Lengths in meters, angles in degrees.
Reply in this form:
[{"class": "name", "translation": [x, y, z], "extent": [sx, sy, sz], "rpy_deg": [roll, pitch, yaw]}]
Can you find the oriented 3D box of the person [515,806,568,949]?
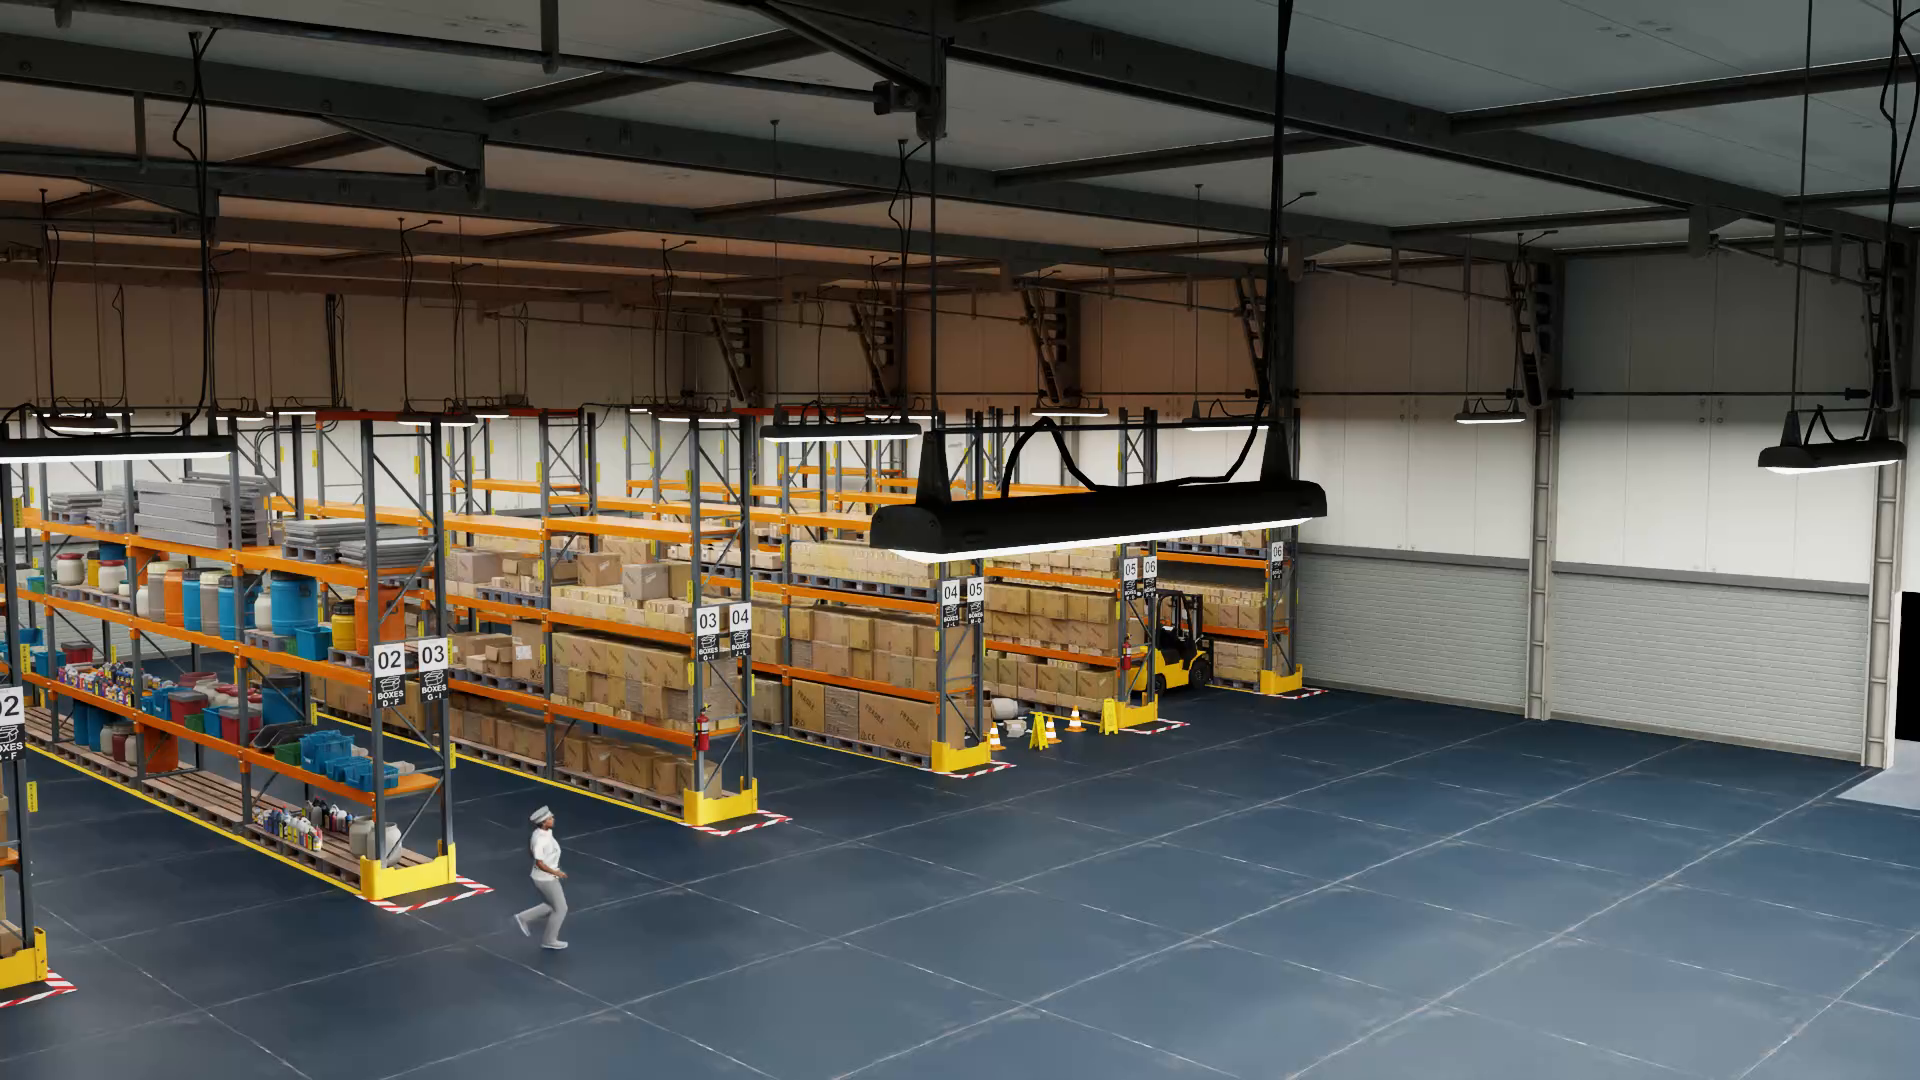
[{"class": "person", "translation": [-4.763, 3.844, 18.888], "extent": [0.573, 1.666, 0.575], "rpy_deg": [-2, 5, -20]}]
